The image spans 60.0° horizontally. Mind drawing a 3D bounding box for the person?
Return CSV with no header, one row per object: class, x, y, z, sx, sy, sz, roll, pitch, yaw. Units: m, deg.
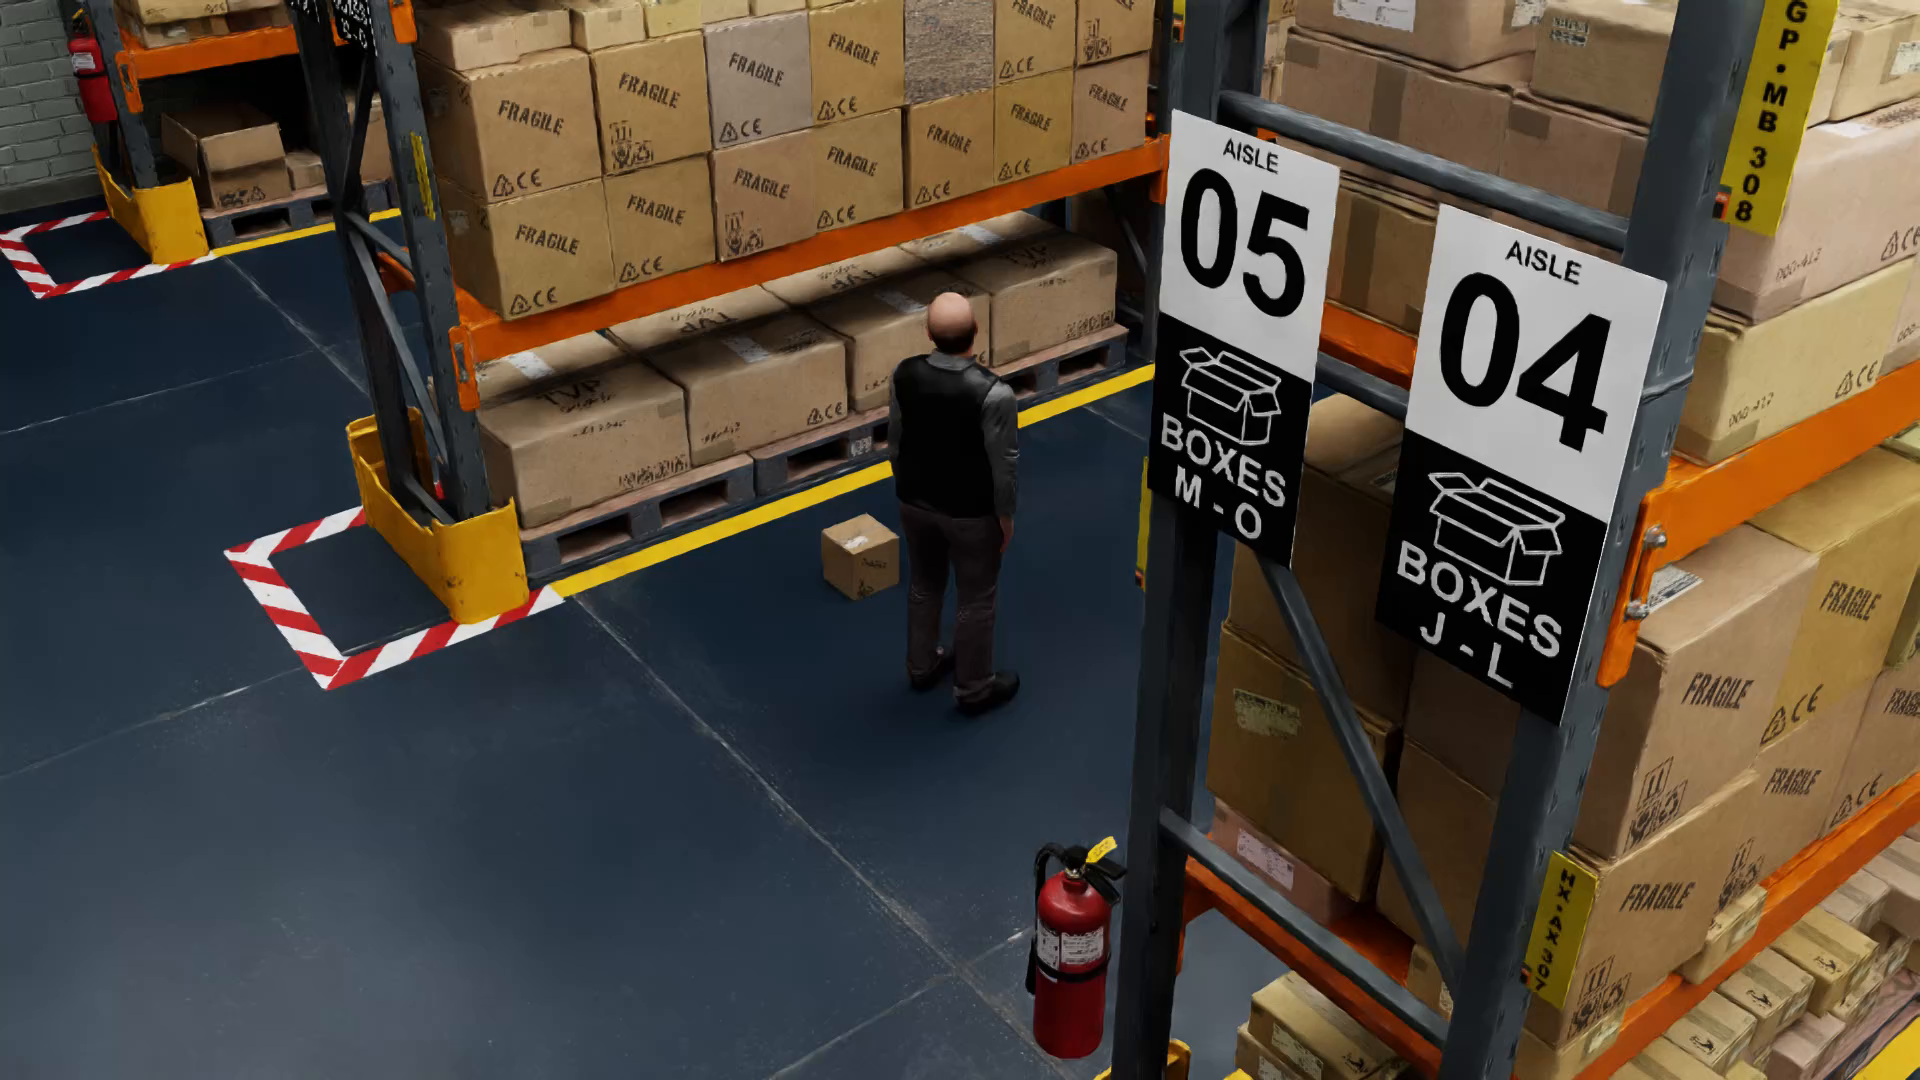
person,-0.014,-0.138,6.344,0.543,1.724,0.375,16,35,24
